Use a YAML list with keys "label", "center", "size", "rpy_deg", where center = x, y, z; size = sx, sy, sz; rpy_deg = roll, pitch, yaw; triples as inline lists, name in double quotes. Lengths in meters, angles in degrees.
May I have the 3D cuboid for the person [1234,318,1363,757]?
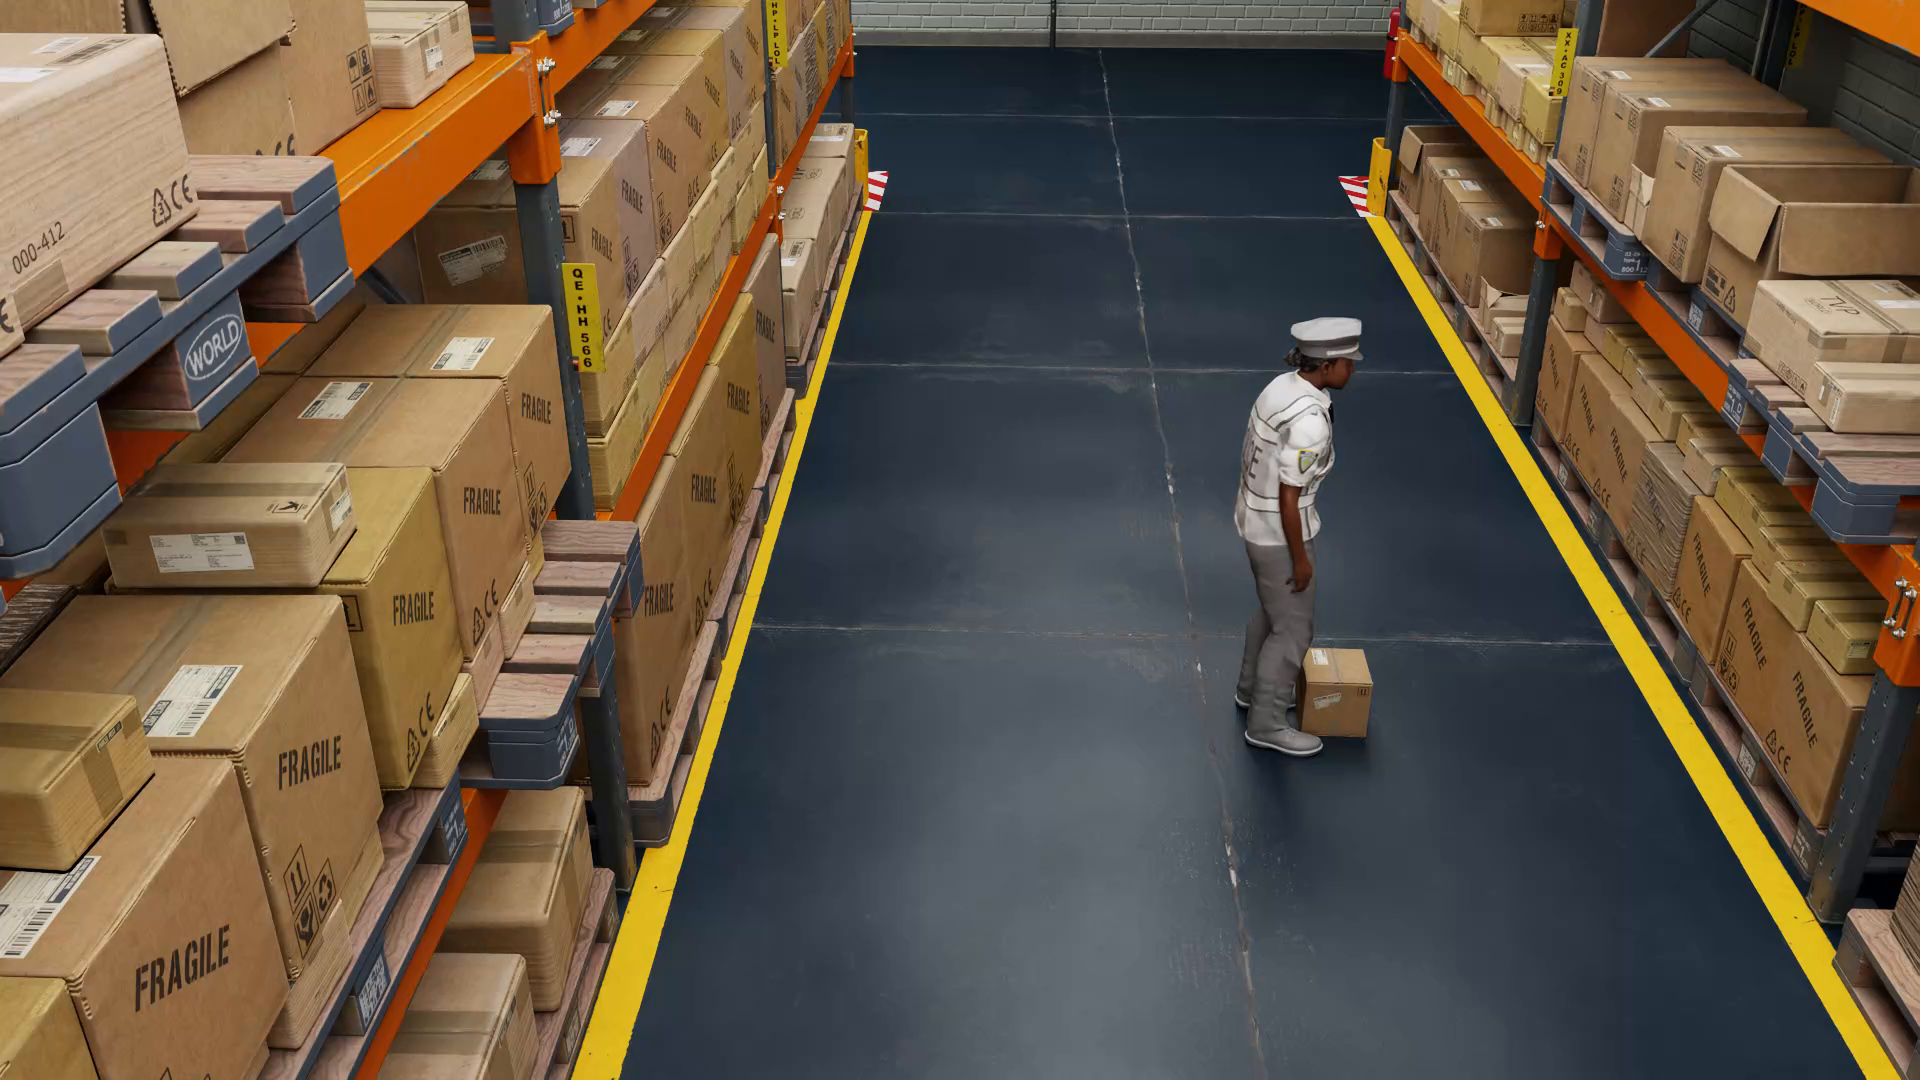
- label: "person"
  center: [1.220, -0.020, 6.163]
  size: [0.395, 1.656, 0.503]
  rpy_deg: [1, 28, 2]
